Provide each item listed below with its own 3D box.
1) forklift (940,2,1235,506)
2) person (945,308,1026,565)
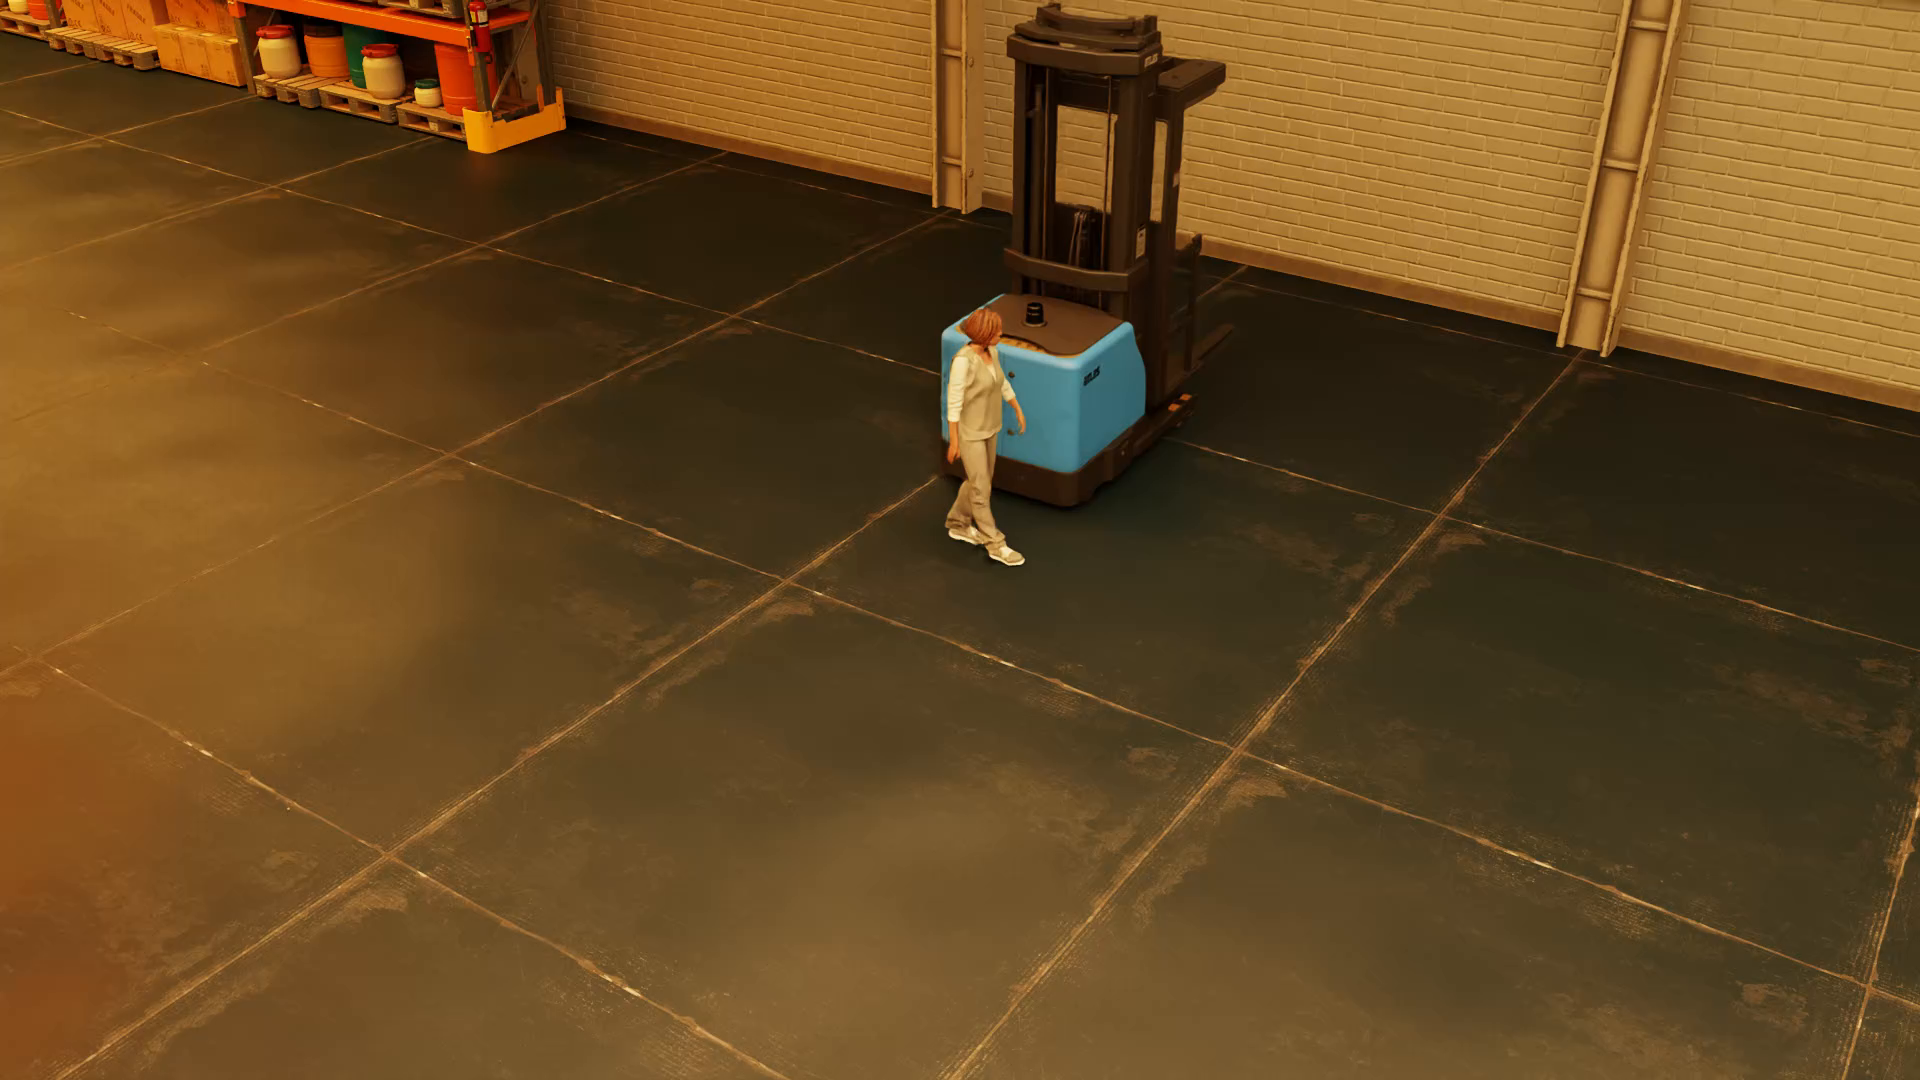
[{"bbox_3d":[1.064,-2.186,11.346,1.130,2.935,3.031,17,34,27],"label":"forklift"},{"bbox_3d":[0.184,-0.638,10.035,0.621,1.576,0.573,15,33,24],"label":"person"}]
